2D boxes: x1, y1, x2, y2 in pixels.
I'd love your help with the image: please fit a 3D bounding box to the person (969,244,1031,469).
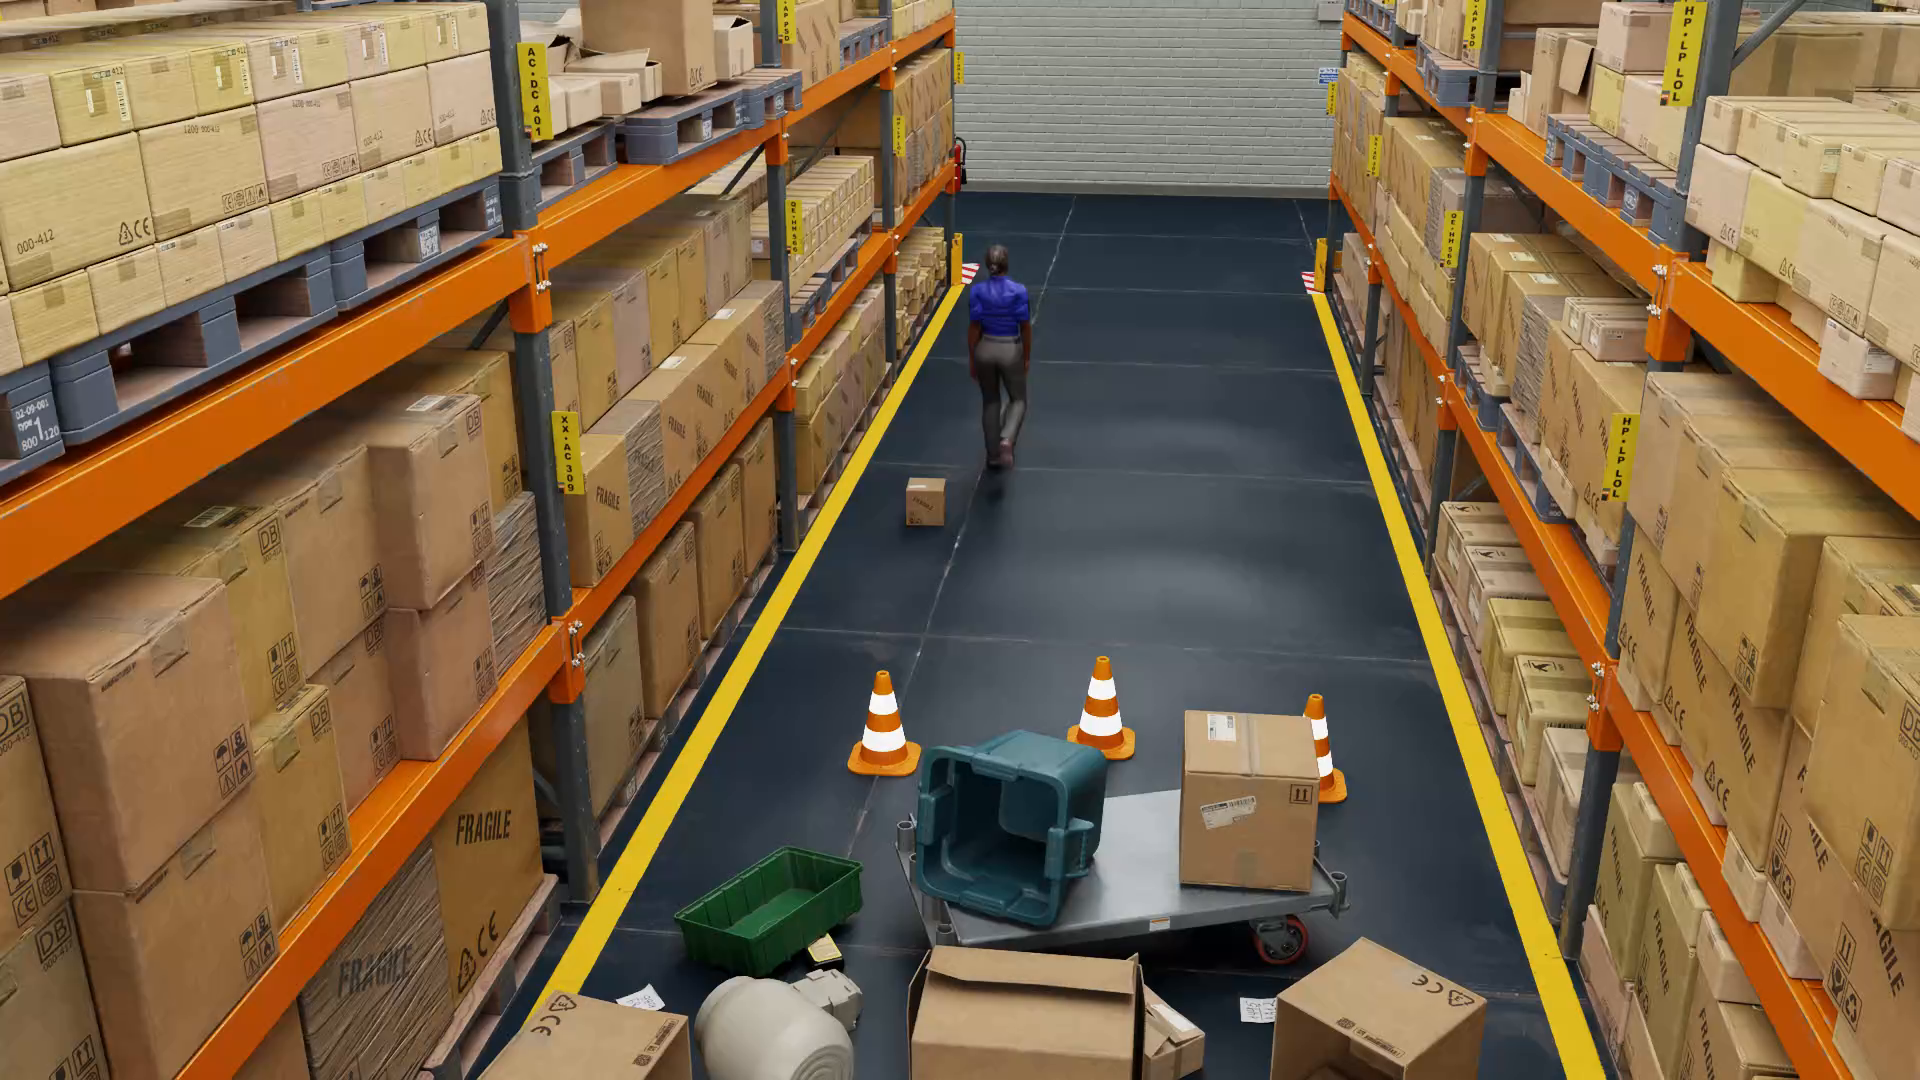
[{"bbox_3d":[0.282,-1.285,11.857,0.448,1.626,0.631,3,22,8],"label":"person"}]
